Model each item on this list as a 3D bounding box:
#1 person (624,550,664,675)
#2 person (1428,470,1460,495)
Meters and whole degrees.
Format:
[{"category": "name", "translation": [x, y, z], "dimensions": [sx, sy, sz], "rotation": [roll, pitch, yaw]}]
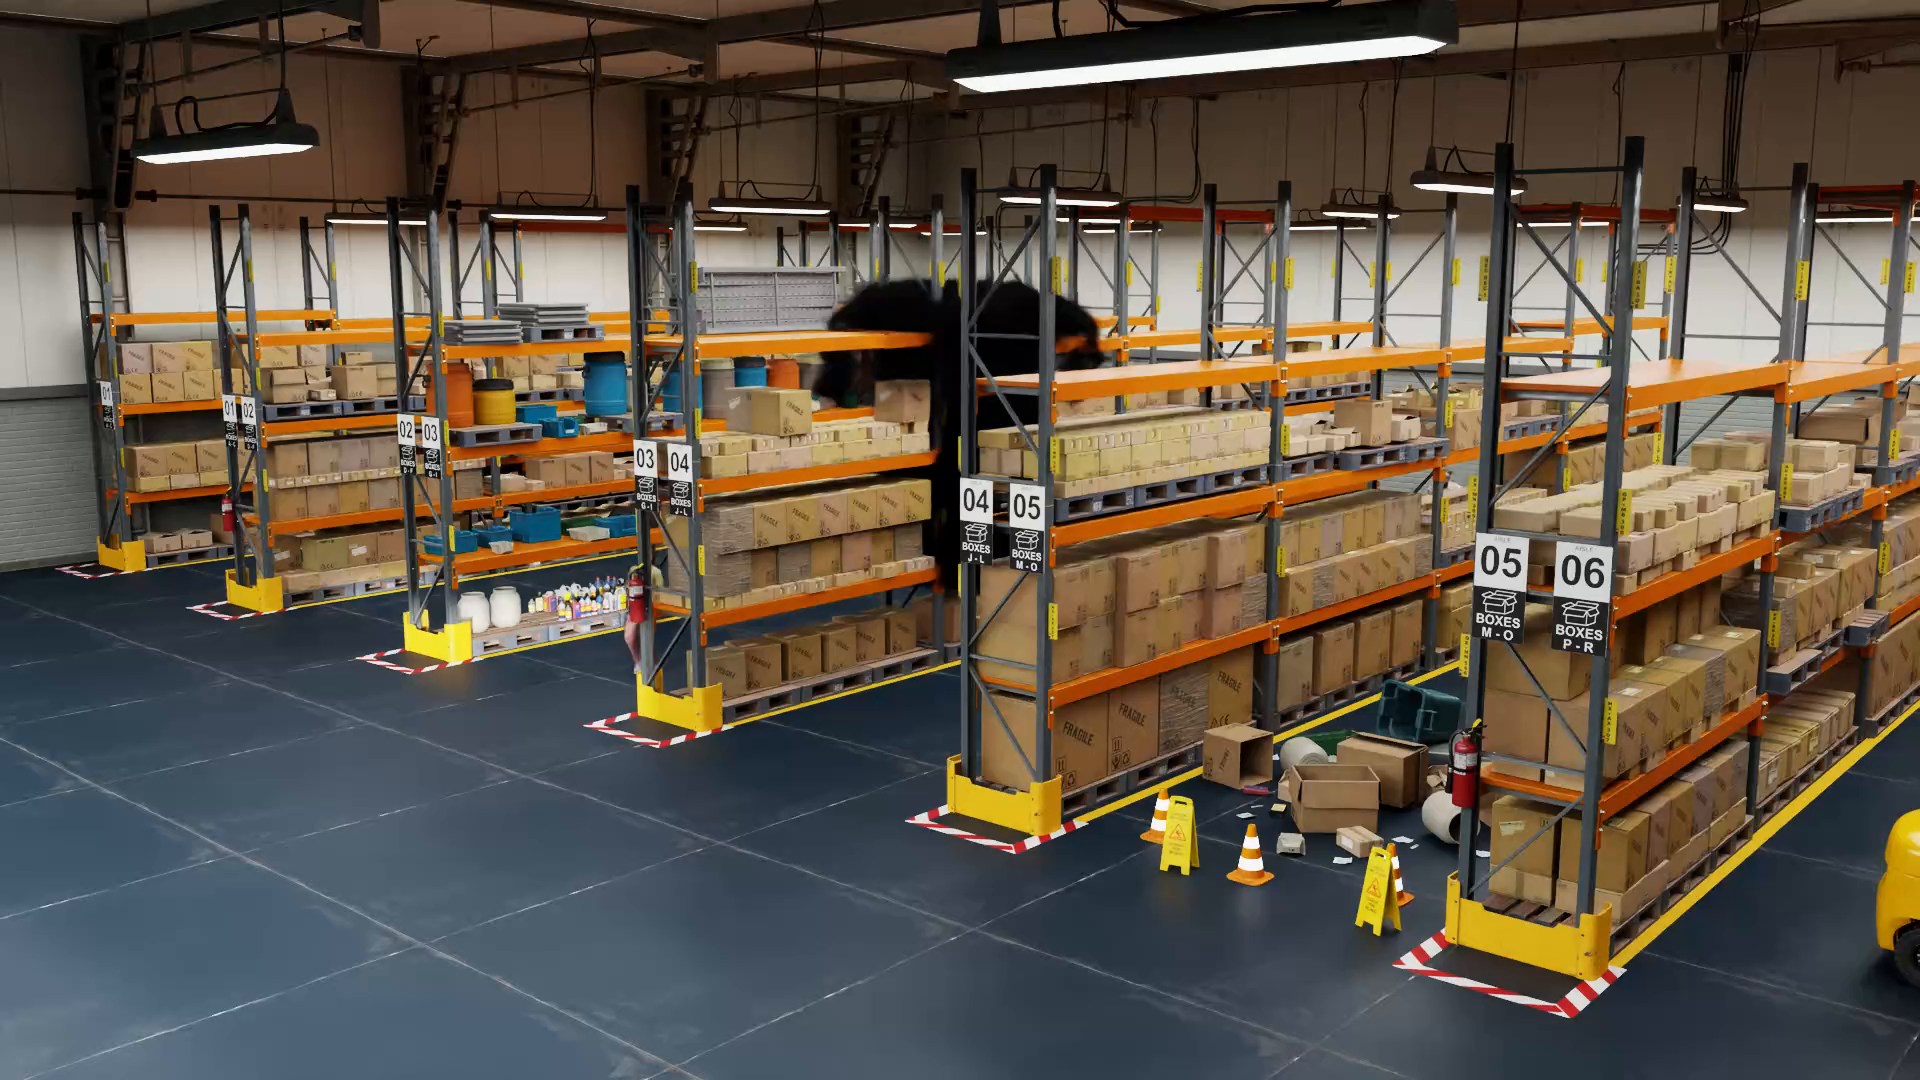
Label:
[{"category": "person", "translation": [-3.987, 0.888, 20.934], "dimensions": [0.554, 1.657, 0.629], "rotation": [1, 10, 8]}, {"category": "person", "translation": [8.333, -0.402, 28.637], "dimensions": [0.652, 1.700, 0.743], "rotation": [5, 11, 26]}]
